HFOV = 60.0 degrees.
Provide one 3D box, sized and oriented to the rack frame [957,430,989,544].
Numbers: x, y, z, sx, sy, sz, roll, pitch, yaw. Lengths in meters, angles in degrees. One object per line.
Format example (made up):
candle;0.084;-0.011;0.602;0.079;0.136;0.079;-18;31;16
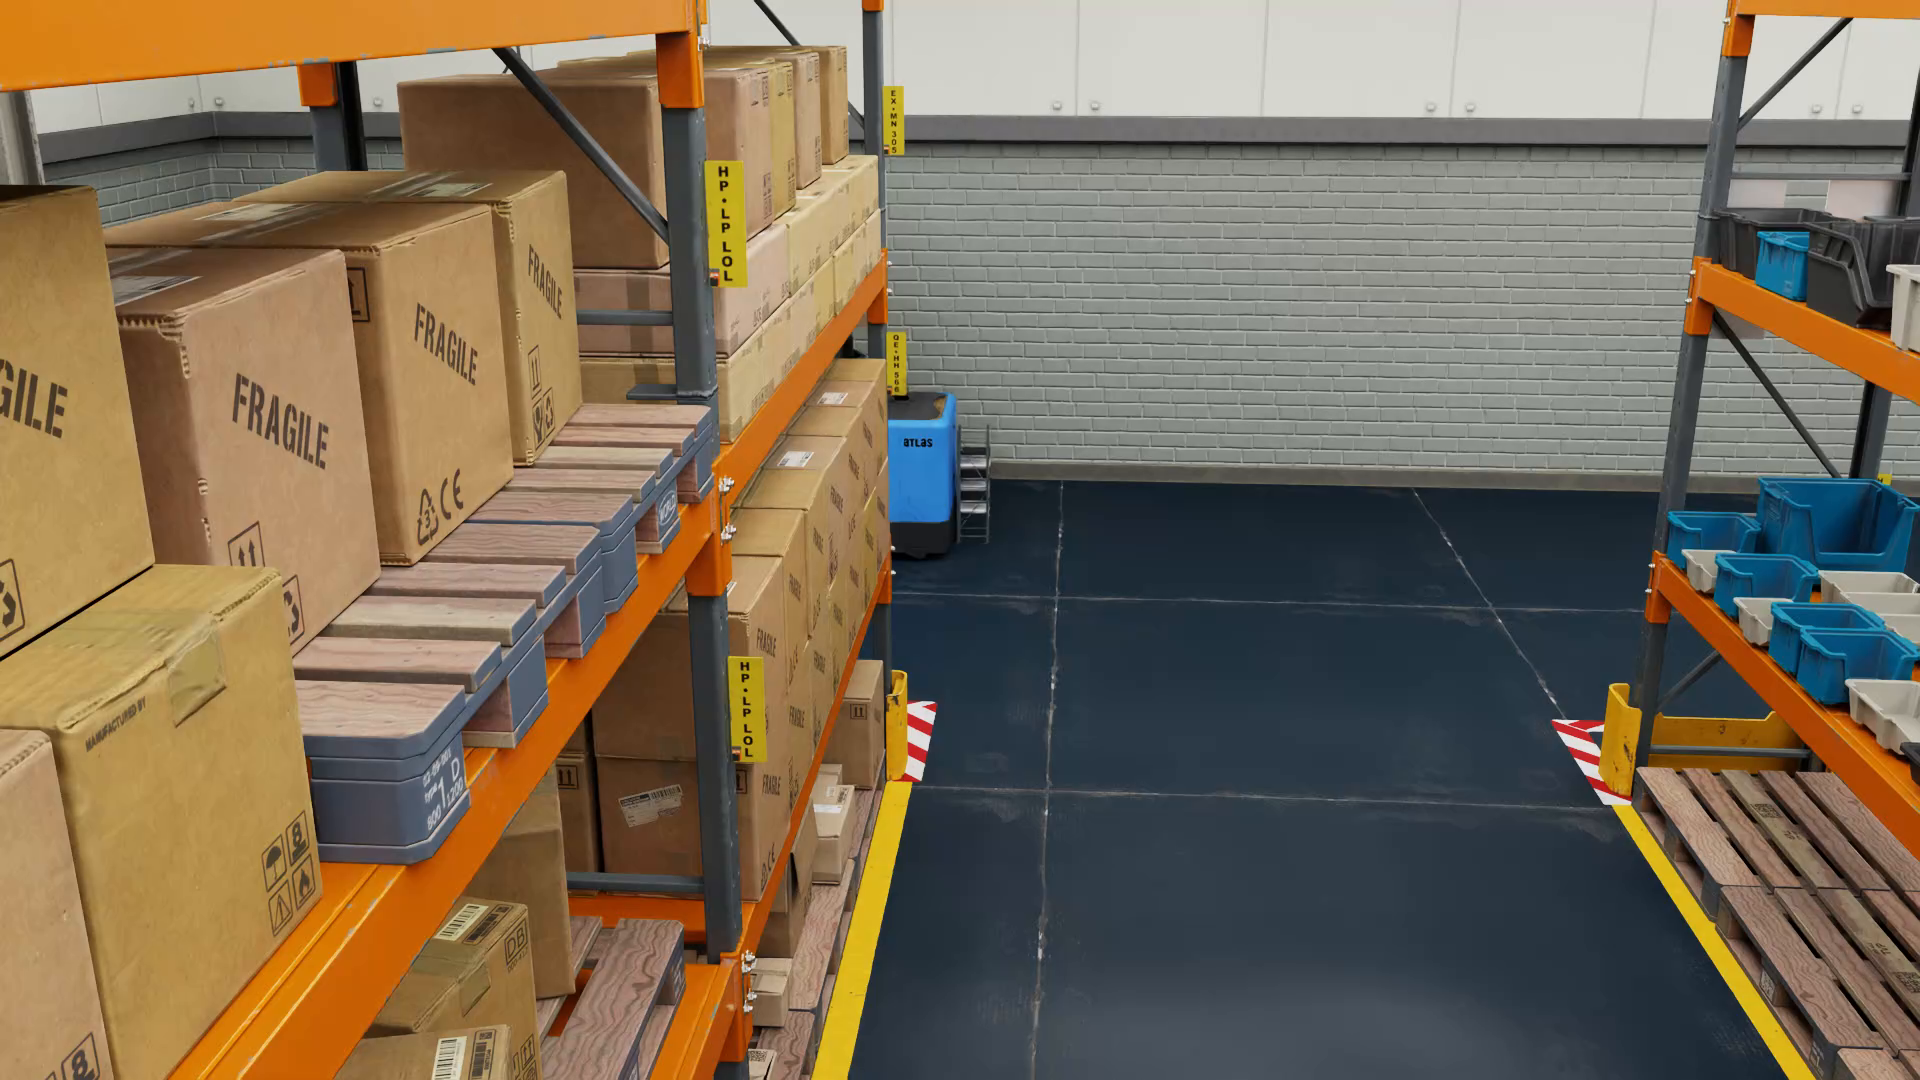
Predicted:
rack frame;0.100;-0.397;12.689;0.240;0.900;0.006;1;18;2

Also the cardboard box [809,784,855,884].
cardboard box;-0.767;1.350;7.696;0.500;0.250;0.500;1;18;4

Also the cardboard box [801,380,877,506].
cardboard box;-0.668;-0.438;7.676;0.500;0.500;0.500;2;18;5

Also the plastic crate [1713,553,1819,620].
plastic crate;3.672;0.220;7.607;0.416;0.233;0.300;1;18;4

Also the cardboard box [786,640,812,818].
cardboard box;-0.820;0.667;5.910;0.500;0.500;0.500;2;18;5

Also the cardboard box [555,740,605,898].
cardboard box;-1.382;0.817;5.451;0.500;0.500;0.500;2;18;5

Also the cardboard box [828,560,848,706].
cardboard box;-0.747;0.354;6.866;0.500;0.500;0.500;1;18;3

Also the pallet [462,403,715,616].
pallet;-1.279;-0.109;3.924;1.213;0.211;1.003;1;18;4

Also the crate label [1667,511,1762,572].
crate label;3.719;0.016;8.231;0.416;0.233;0.303;1;18;4

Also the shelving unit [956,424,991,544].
shelving unit;0.104;-0.429;12.786;0.258;0.900;0.210;1;18;2

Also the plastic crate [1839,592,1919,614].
plastic crate;4.152;0.339;7.398;0.396;0.136;0.243;1;18;4

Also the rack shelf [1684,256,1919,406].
rack shelf;3.922;-0.567;6.175;1.077;0.370;4.000;1;18;4

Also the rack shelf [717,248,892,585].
rack shelf;-1.019;-0.679;6.516;1.077;0.370;4.000;1;18;4

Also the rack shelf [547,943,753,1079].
rack shelf;-1.306;1.989;3.192;1.077;0.370;4.000;1;18;4

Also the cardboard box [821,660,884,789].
cardboard box;-0.669;0.937;8.555;0.500;0.500;0.500;1;18;4

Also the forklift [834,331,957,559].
forklift;-1.555;-1.413;12.528;3.031;2.935;1.130;1;18;3

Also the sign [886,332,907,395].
sign;-0.323;-0.898;8.480;0.100;0.325;0.005;1;18;4

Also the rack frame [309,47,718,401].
rack frame;-1.162;-1.825;4.041;1.000;3.000;0.127;1;18;4

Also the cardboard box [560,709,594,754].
cardboard box;-1.384;0.340;5.301;0.500;0.500;0.500;1;18;4

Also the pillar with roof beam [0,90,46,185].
pillar with roof beam;-2.192;-3.939;10.491;9.100;9.000;0.400;1;18;4

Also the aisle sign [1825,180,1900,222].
aisle sign;4.362;-1.356;8.069;0.394;0.787;0.004;1;18;4

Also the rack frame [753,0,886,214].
rack frame;-0.875;-3.067;7.832;1.000;3.000;0.127;1;18;4

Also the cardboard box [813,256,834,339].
cardboard box;-0.771;-0.940;6.397;0.500;0.250;0.500;1;18;4

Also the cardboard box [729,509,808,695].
cardboard box;-0.811;0.203;5.721;0.500;0.500;0.500;1;18;2

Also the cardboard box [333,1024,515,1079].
cardboard box;-1.227;1.329;3.216;0.700;0.500;0.500;-3;18;-10

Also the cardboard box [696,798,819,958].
cardboard box;-1.033;1.419;7.077;0.797;0.503;0.637;1;18;4

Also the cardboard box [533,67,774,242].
cardboard box;-0.988;-1.226;5.265;0.700;0.500;0.500;1;18;4

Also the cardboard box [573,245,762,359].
cardboard box;-0.880;-0.711;4.898;0.500;0.250;0.500;1;18;4

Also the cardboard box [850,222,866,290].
cardboard box;-0.696;-1.250;7.345;0.500;0.250;0.500;1;18;4

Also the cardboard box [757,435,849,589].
cardboard box;-0.738;-0.117;6.697;0.500;0.500;0.500;2;18;6

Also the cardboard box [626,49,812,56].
cardboard box;-1.016;-1.851;7.172;0.700;0.500;0.500;1;18;4

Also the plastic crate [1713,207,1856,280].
plastic crate;3.759;-1.355;7.633;0.497;0.269;0.590;1;18;4

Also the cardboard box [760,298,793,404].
cardboard box;-0.841;-0.629;5.449;0.500;0.250;0.500;1;18;4

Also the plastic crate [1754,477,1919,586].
plastic crate;4.227;-0.042;8.081;0.616;0.435;0.499;1;18;4

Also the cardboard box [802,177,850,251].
cardboard box;-0.733;-1.333;6.793;0.500;0.250;0.500;1;18;4

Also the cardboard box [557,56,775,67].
cardboard box;-1.074;-1.540;6.223;0.700;0.500;0.500;1;18;4

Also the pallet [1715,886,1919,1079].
pallet;3.877;1.853;6.928;1.003;0.211;1.213;1;18;4

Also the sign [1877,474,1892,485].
sign;4.615;-0.175;8.378;0.100;0.325;0.005;1;18;4

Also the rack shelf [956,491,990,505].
rack shelf;0.104;-0.311;12.824;0.258;0.077;0.200;1;18;2

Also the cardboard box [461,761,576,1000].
cardboard box;-1.419;0.921;4.461;0.700;0.500;0.500;-5;19;-15

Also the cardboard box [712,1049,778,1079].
cardboard box;-0.916;1.969;5.709;0.500;0.311;0.500;1;18;4

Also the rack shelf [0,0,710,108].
rack shelf;-1.306;-0.672;2.320;1.077;0.370;4.000;1;18;4

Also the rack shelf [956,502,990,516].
rack shelf;0.104;-0.226;12.852;0.258;0.077;0.200;1;18;2

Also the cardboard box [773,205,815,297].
cardboard box;-0.798;-1.022;5.845;0.500;0.250;0.500;1;18;4

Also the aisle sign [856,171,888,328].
aisle sign;-0.565;-1.466;8.406;0.394;0.787;0.004;1;18;4

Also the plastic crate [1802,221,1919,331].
plastic crate;3.681;-1.032;6.539;0.504;0.338;0.767;1;18;4

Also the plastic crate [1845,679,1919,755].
plastic crate;3.603;0.687;6.337;0.293;0.136;0.466;1;18;4

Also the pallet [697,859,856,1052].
pallet;-1.027;1.758;7.220;1.003;0.211;1.213;1;18;4

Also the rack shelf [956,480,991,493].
rack shelf;0.104;-0.397;12.796;0.258;0.077;0.200;1;18;2

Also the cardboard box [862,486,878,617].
cardboard box;-0.670;0.042;7.816;0.500;0.500;0.500;1;18;4

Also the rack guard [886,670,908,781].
rack guard;-0.881;0.995;9.084;1.175;0.500;0.348;1;18;4

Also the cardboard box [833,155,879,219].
cardboard box;-0.658;-1.643;7.741;0.500;0.250;0.500;1;18;4

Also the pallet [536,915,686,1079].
pallet;-1.328;1.363;4.255;1.003;0.211;1.213;1;18;4

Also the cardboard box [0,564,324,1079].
cardboard box;-1.377;0.339;2.093;0.910;0.500;0.500;1;18;4

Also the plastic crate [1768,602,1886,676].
plastic crate;3.624;0.424;6.983;0.416;0.233;0.300;1;18;4

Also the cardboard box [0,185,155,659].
cardboard box;-1.338;-0.132;1.925;0.500;0.500;0.500;1;18;4

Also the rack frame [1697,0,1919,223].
rack frame;4.065;-2.956;7.492;1.000;3.000;0.127;1;18;4

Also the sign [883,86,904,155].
sign;-0.323;-2.044;8.105;0.100;0.325;0.005;1;18;4

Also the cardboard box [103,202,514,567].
cardboard box;-1.297;-0.331;3.304;0.600;0.600;0.600;1;18;3
